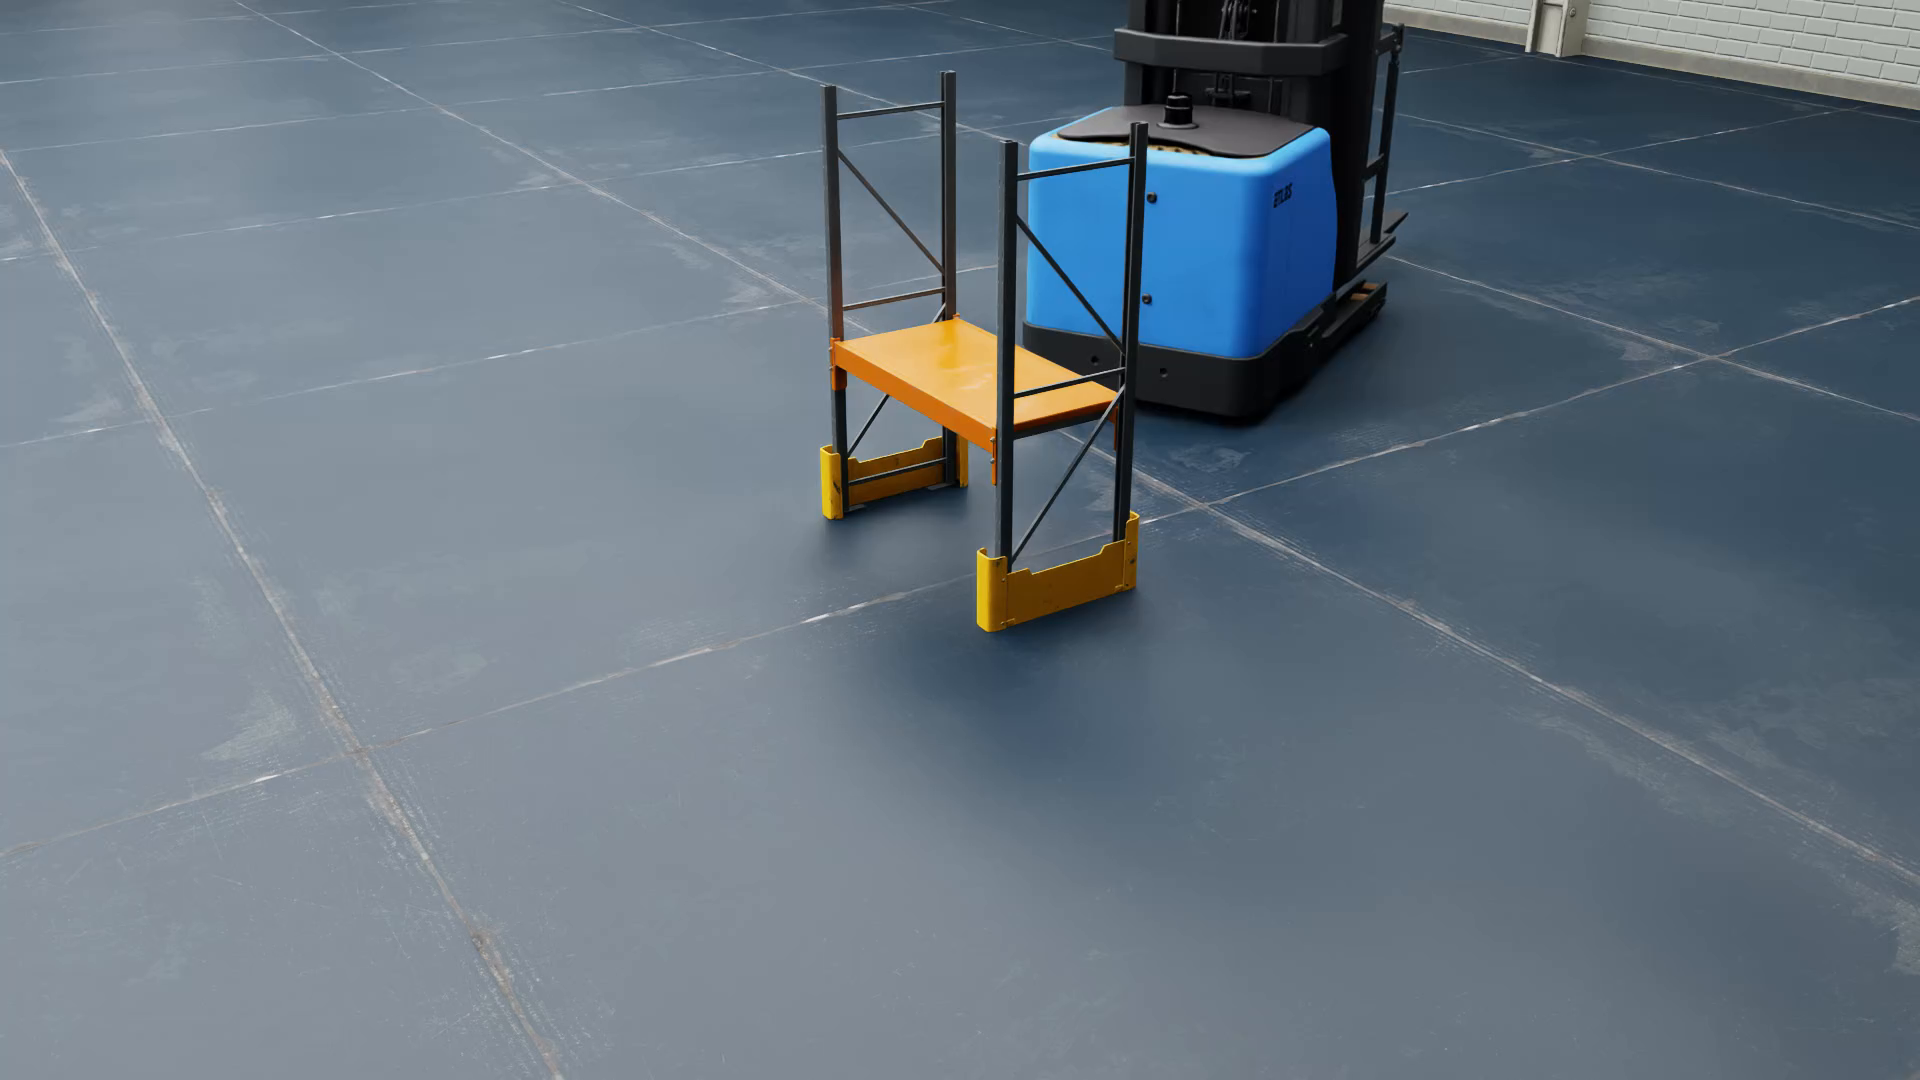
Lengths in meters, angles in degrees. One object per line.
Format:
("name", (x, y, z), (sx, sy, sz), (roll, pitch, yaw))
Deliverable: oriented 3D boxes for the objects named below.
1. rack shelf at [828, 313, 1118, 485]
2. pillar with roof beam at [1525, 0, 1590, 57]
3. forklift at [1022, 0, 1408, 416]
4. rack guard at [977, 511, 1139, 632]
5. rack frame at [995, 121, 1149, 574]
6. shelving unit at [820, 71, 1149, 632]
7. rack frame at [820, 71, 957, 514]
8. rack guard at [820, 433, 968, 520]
("rack shelf", (0.047, -0.485, 5.442), (0.538, 0.185, 1.000), (-16, 29, -30))
("pillar with roof beam", (1.803, -7.509, 11.114), (9.100, 9.000, 0.400), (-16, 29, -30))
("forklift", (1.408, -2.410, 7.423), (1.130, 2.935, 3.031), (13, 28, 25))
("rack guard", (0.313, 0.092, 5.262), (0.587, 0.250, 0.087), (-16, 29, -30))
("rack frame", (0.324, -0.466, 4.980), (0.500, 1.500, 0.032), (-16, 29, -30))
("shelving unit", (0.042, -0.651, 5.372), (0.587, 1.500, 1.083), (-16, 29, -30))
("rack frame", (-0.231, -0.830, 5.750), (0.500, 1.500, 0.032), (-16, 29, -30))
("rack guard", (-0.230, -0.264, 6.016), (0.587, 0.250, 0.087), (-16, 29, -30))
